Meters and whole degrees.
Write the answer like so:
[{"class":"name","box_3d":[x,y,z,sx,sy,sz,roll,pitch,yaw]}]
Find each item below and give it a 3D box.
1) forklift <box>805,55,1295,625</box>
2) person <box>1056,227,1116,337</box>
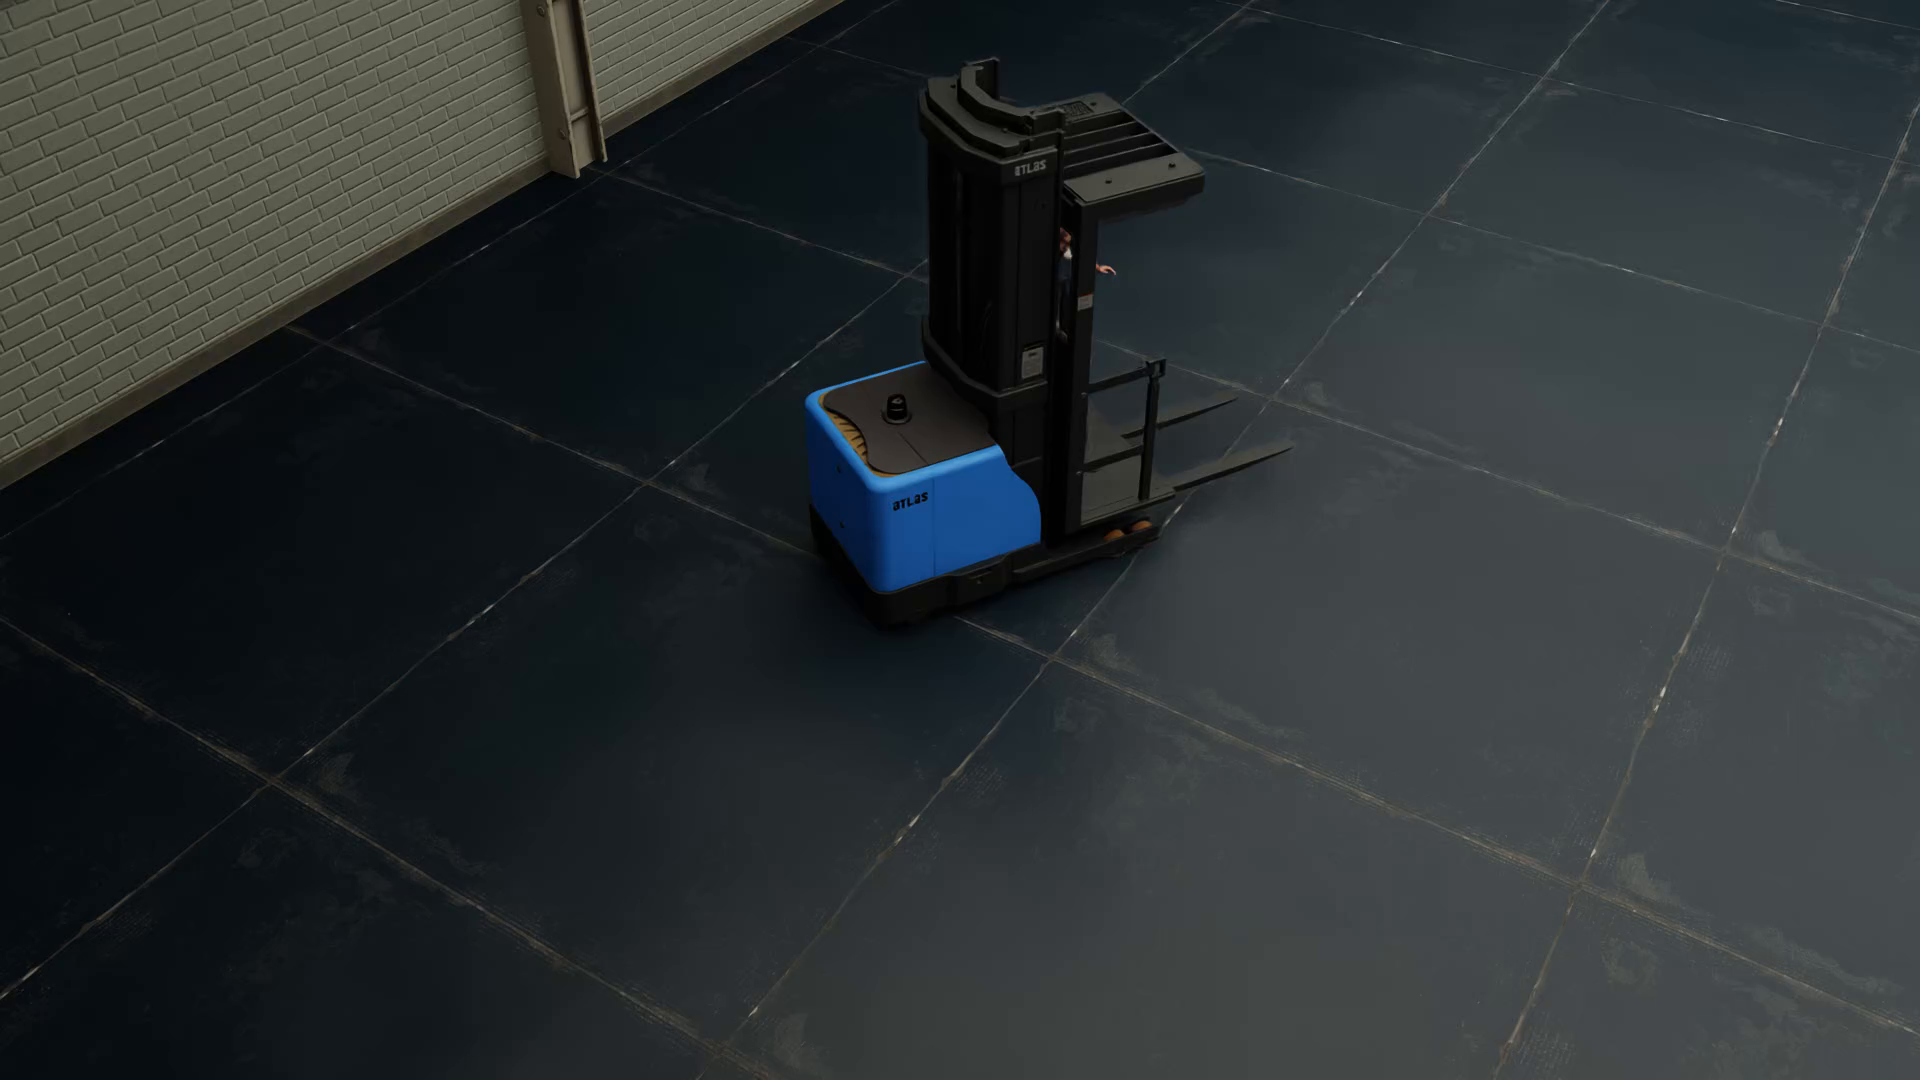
[{"class":"forklift","box_3d":[0.641,-1.300,9.501,3.031,2.935,1.130,-18,44,-20]},{"class":"person","box_3d":[0.600,-1.374,10.577,0.819,1.355,0.848,-5,41,-6]}]
